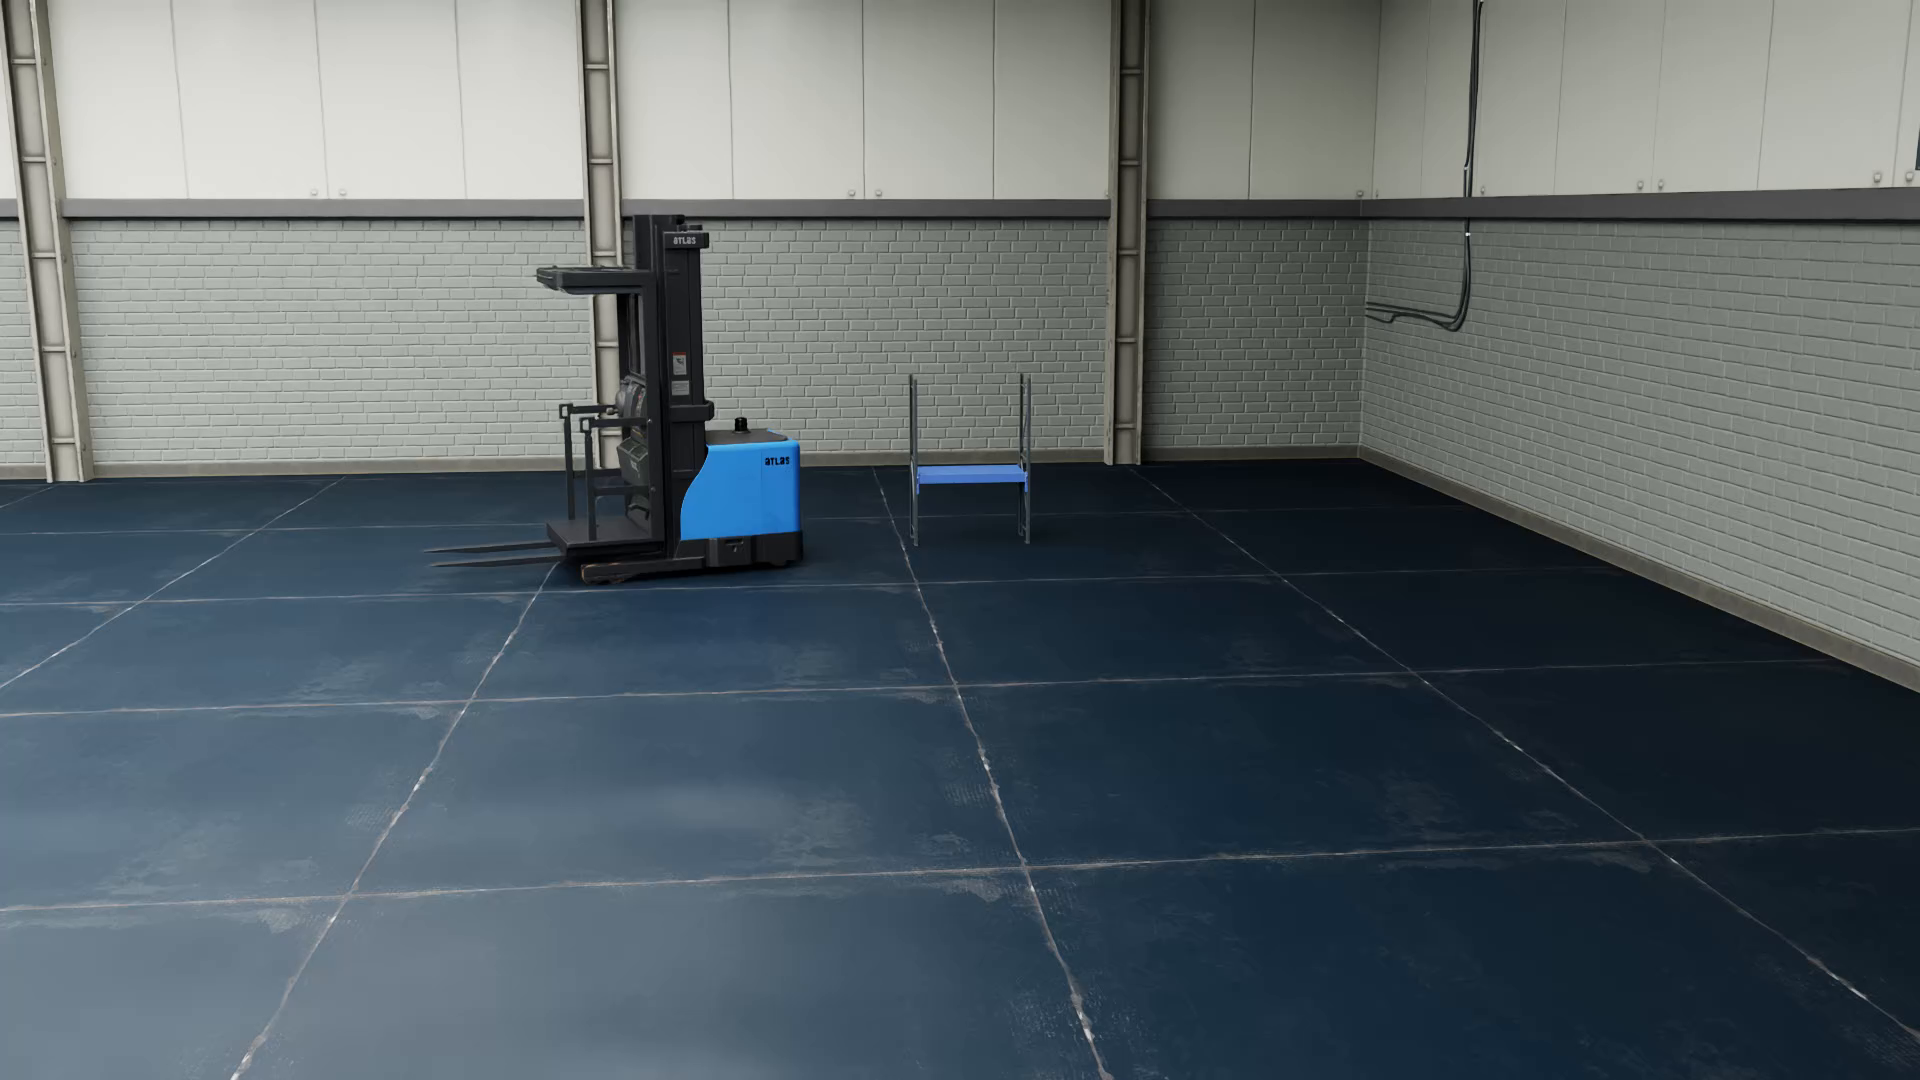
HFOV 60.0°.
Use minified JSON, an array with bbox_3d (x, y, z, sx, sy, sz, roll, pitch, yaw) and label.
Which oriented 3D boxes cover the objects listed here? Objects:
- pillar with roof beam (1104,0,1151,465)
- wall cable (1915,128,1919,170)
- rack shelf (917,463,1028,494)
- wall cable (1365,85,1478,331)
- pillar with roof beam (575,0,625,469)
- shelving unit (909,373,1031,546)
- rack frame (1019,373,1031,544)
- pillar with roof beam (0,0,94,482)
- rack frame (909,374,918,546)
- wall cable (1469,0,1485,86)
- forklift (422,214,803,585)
[{"bbox_3d":[2.411,-4.514,14.885,0.400,9.000,9.100,-1,11,-6],"label":"pillar with roof beam"},{"bbox_3d":[6.027,-4.996,8.517,0.169,6.003,2.305,-1,11,-6],"label":"wall cable"},{"bbox_3d":[0.085,-0.561,15.149,1.000,0.185,0.538,-1,11,-6],"label":"rack shelf"},{"bbox_3d":[5.017,-3.624,18.406,0.112,2.526,3.097,-1,11,-6],"label":"wall cable"},{"bbox_3d":[-3.554,-4.389,14.250,0.400,9.000,9.100,-1,11,-6],"label":"pillar with roof beam"},{"bbox_3d":[0.085,-0.738,15.114,1.048,1.500,0.538,-1,11,-6],"label":"shelving unit"},{"bbox_3d":[0.590,-0.748,15.168,0.032,1.500,0.500,-1,11,-6],"label":"rack frame"},{"bbox_3d":[-9.519,-4.264,13.614,0.400,9.000,9.100,-1,11,-6],"label":"pillar with roof beam"},{"bbox_3d":[-0.421,-0.727,15.061,0.032,1.500,0.500,-1,11,-6],"label":"rack frame"},{"bbox_3d":[5.309,-5.583,15.280,0.112,2.526,3.097,-1,11,-6],"label":"wall cable"},{"bbox_3d":[-2.898,-1.189,13.701,3.031,2.935,1.130,-5,12,-22],"label":"forklift"}]
